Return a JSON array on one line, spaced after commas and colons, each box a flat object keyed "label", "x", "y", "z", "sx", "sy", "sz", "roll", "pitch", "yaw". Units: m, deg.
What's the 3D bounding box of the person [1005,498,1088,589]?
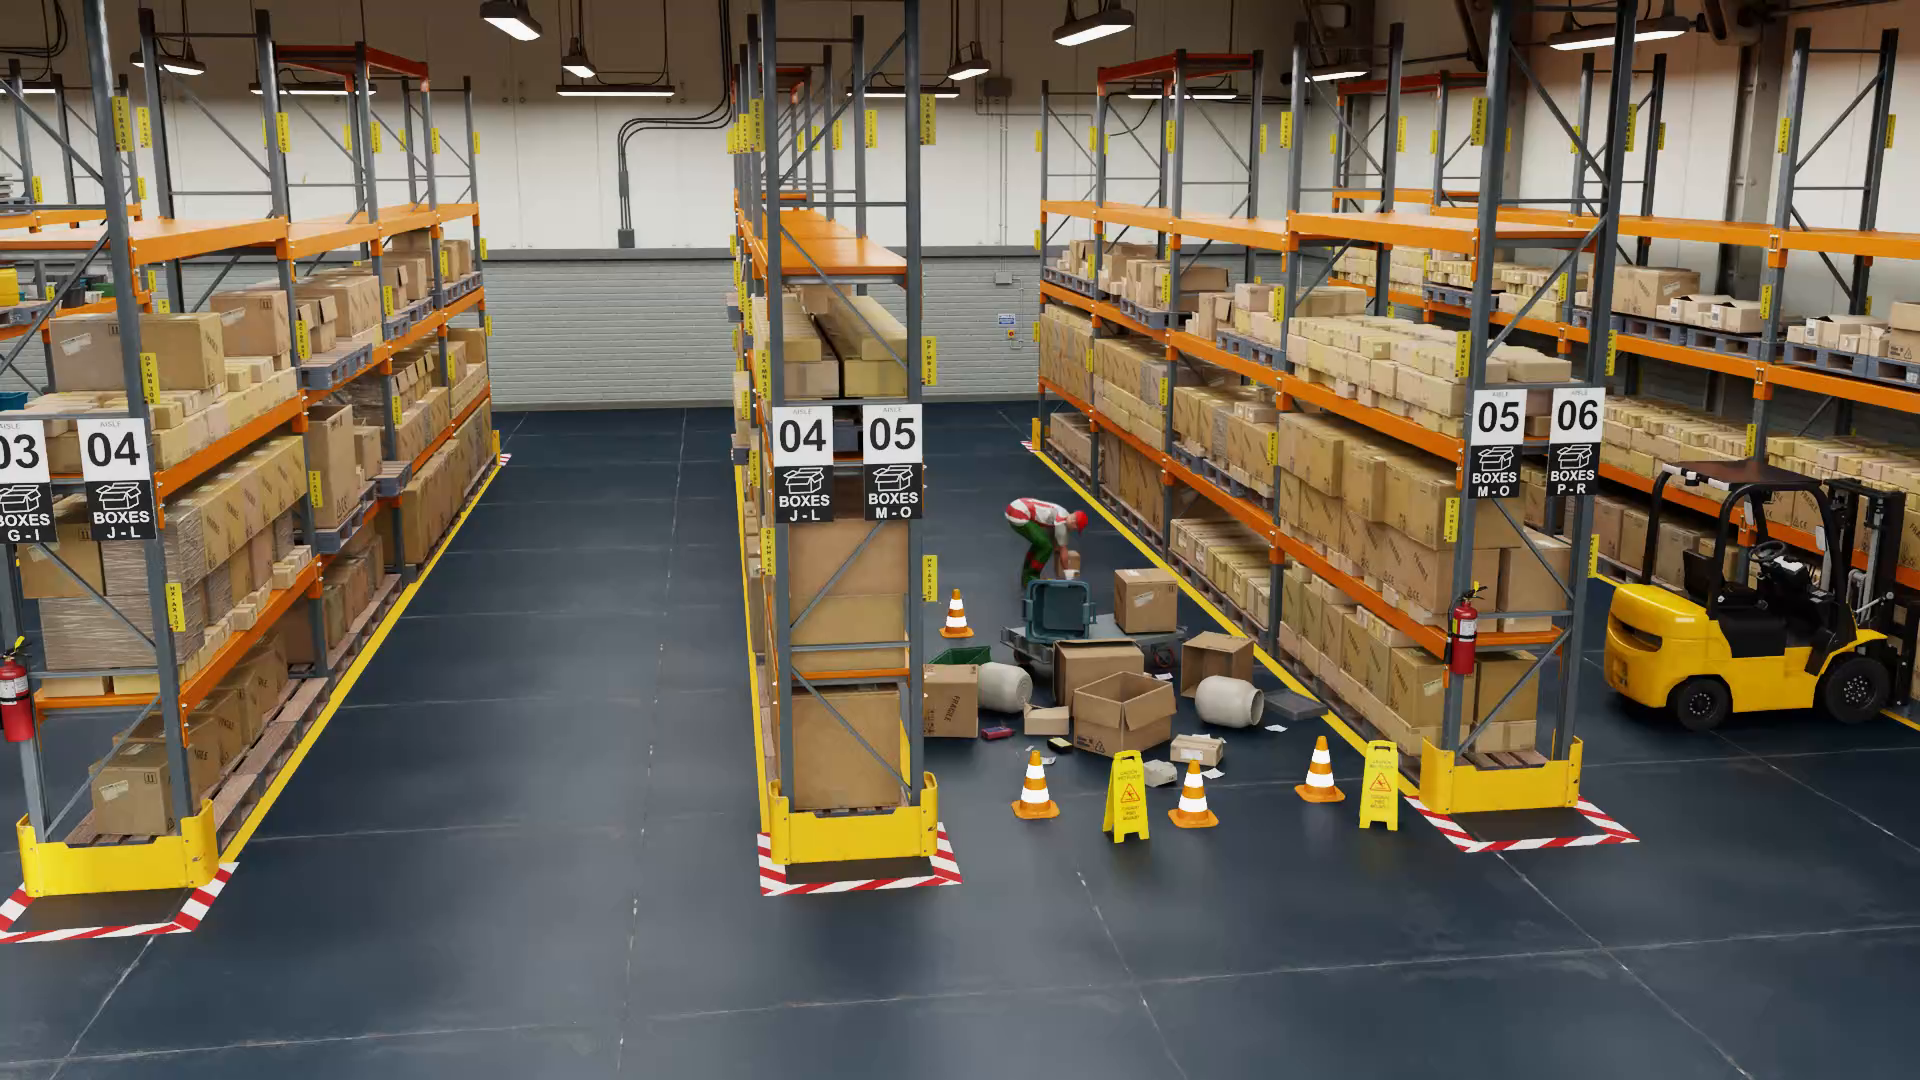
[{"label": "person", "x": 0.993, "y": 0.021, "z": 19.024, "sx": 0.955, "sy": 1.024, "sz": 0.510, "roll": -3, "pitch": 13, "yaw": -11}]
